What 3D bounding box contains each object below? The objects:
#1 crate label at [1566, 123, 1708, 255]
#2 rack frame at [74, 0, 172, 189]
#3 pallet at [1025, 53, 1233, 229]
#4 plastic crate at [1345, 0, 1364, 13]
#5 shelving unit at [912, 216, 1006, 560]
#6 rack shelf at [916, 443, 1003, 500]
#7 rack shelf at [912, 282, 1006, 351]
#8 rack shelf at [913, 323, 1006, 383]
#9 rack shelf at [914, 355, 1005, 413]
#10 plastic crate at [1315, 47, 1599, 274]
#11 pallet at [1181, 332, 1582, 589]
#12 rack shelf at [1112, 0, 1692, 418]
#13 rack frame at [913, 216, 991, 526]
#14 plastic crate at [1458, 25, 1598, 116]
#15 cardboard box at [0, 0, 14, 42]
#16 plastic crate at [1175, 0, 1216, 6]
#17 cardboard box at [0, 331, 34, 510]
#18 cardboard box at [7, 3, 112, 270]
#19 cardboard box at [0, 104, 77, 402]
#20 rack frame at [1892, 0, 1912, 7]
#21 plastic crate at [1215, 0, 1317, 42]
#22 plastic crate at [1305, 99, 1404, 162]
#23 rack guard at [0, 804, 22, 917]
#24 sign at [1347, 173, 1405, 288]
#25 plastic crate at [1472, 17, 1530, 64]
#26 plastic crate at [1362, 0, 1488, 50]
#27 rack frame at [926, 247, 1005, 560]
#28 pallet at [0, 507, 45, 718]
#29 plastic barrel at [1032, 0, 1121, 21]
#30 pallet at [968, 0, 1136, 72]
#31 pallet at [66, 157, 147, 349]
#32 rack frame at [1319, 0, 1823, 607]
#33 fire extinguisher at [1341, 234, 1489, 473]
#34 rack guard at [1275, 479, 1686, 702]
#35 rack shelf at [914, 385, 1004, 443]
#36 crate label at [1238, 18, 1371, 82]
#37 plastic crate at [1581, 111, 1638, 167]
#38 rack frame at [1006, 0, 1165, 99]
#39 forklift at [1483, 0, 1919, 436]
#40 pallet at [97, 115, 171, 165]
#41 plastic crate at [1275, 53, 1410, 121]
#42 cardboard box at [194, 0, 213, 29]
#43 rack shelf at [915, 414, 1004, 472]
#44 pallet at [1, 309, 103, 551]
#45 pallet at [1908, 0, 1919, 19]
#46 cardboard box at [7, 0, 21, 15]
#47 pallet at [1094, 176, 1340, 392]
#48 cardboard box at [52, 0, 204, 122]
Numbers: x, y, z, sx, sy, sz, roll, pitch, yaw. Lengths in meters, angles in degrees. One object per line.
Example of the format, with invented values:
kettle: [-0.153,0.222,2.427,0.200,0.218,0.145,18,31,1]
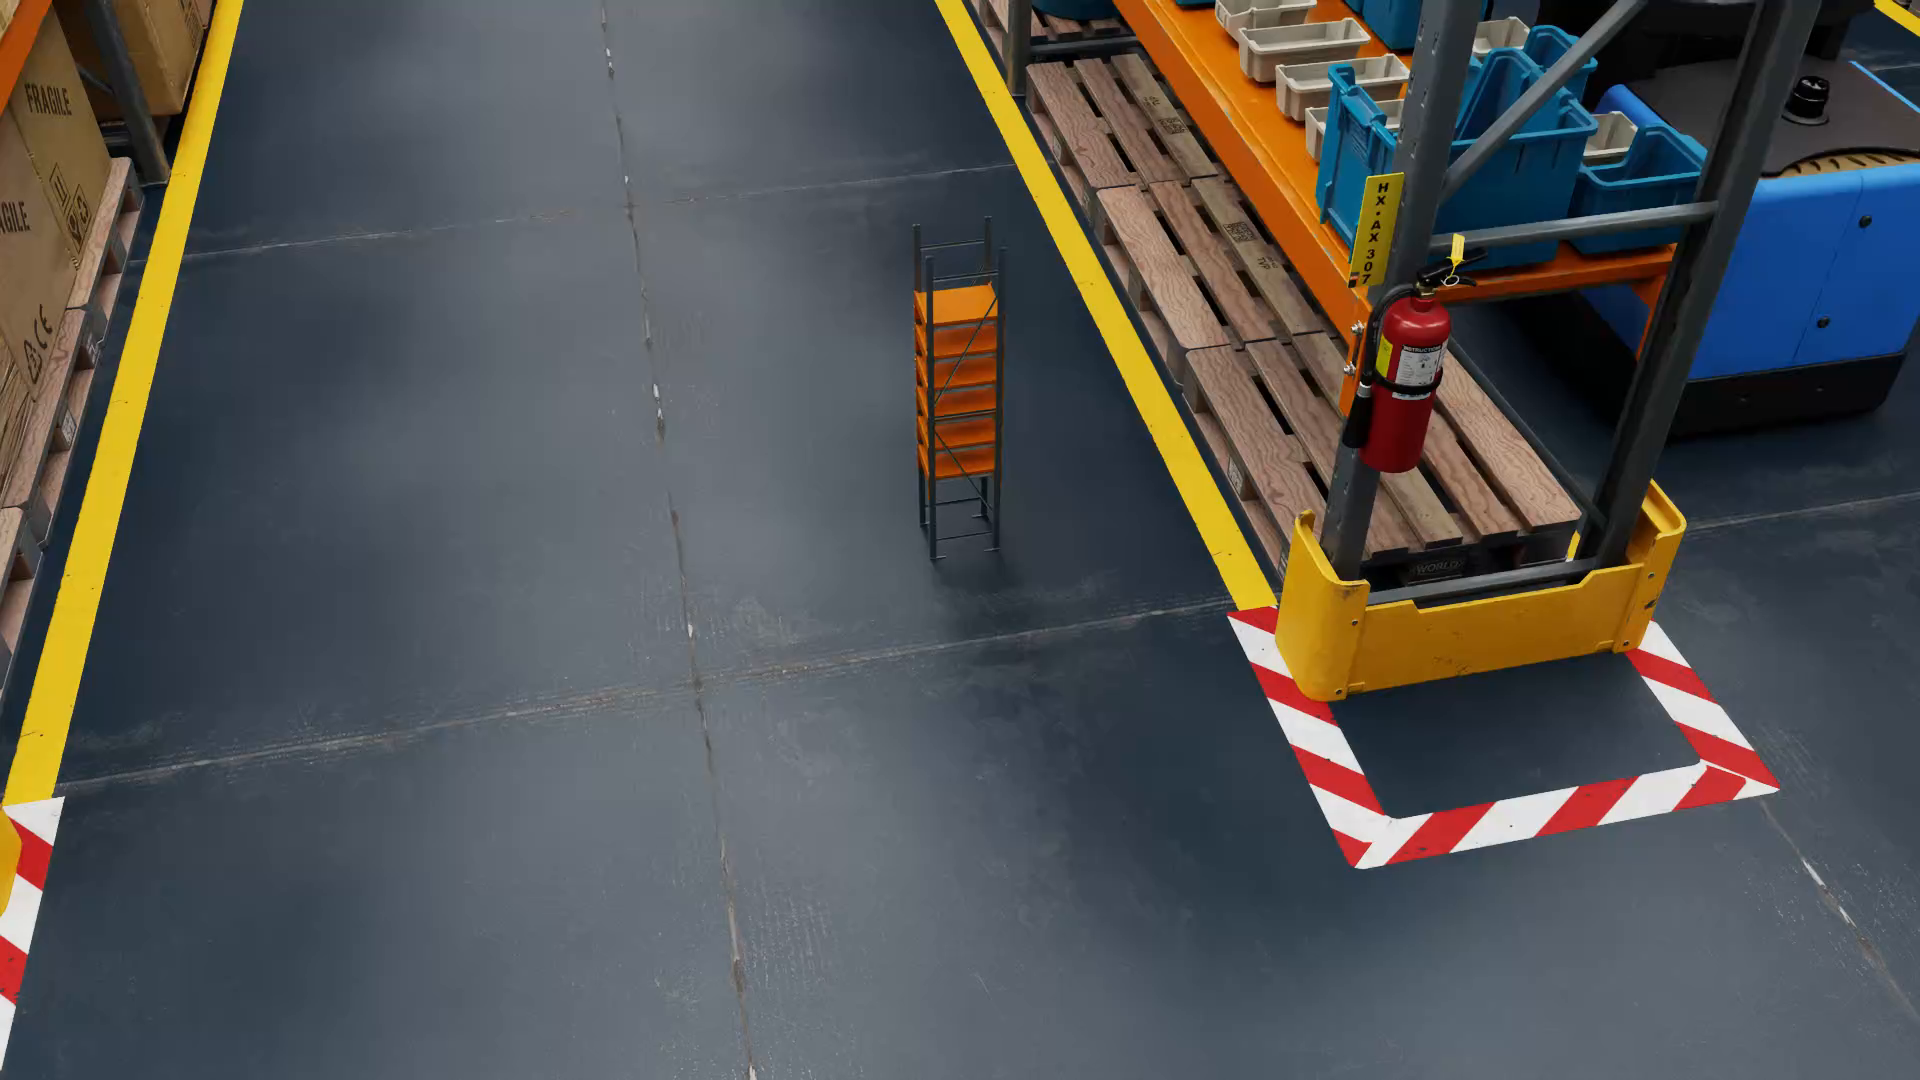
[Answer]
crate label: [1.865,-0.984,4.680,0.416,0.233,0.303,-8,42,-9]
rack frame: [-4.103,-2.700,6.532,1.000,3.000,0.127,-8,42,-9]
pallet: [0.930,-1.896,7.727,1.003,0.211,1.213,-8,42,-9]
plastic crate: [1.516,-2.032,5.861,0.416,0.233,0.300,-8,42,-9]
shelving unit: [-0.003,-0.458,5.362,0.258,1.200,0.189,-8,42,-9]
rack shelf: [-0.003,-0.245,5.551,0.258,0.103,0.180,-8,42,-9]
rack shelf: [-0.003,-0.694,5.153,0.258,0.103,0.180,-8,42,-9]
rack shelf: [-0.003,-0.604,5.232,0.258,0.103,0.180,-8,42,-9]
rack shelf: [-0.003,-0.515,5.312,0.258,0.103,0.180,-8,42,-9]
plastic crate: [1.342,-1.043,4.594,0.616,0.435,0.499,-8,42,-9]
pallet: [1.456,-0.314,5.945,1.003,0.211,1.213,-8,42,-9]
rack shelf: [1.165,-1.844,6.110,1.077,0.370,4.000,-8,42,-9]
rack frame: [-0.023,-0.517,5.429,0.240,1.200,0.006,-8,42,-9]
plastic crate: [1.723,-1.411,5.161,0.416,0.233,0.300,-8,42,-9]
cardboard box: [-3.495,-1.788,5.694,0.380,0.149,0.250,-8,42,-8]
plastic crate: [0.903,-2.071,5.905,0.416,0.233,0.300,-8,42,-9]
cardboard box: [-3.652,-0.463,5.296,0.875,0.875,0.875,-8,42,-9]
cardboard box: [-4.039,-1.623,6.603,0.875,0.875,0.875,-8,42,-9]
cardboard box: [-3.844,-1.040,5.946,0.875,0.875,0.875,-8,42,-9]
rack frame: [5.571,-4.117,8.129,1.000,3.000,0.127,-8,42,-9]
plastic crate: [1.029,-1.800,5.671,0.298,0.136,0.250,-8,42,-9]
plastic crate: [1.244,-1.243,5.045,0.396,0.136,0.243,-8,42,-9]
rack guard: [-3.235,0.843,4.424,1.175,0.500,0.348,-8,42,-9]
sign: [1.063,-0.789,4.256,0.100,0.325,0.005,-8,42,-9]
plastic crate: [1.730,-1.607,5.455,0.250,0.136,0.298,-8,42,-9]
plastic crate: [1.580,-1.837,5.641,0.416,0.233,0.300,-8,42,-9]
rack frame: [0.017,-0.399,5.295,0.240,1.200,0.006,-8,42,-9]
pallet: [-3.489,0.429,5.108,1.003,0.211,1.213,-8,42,-9]
plastic barrel: [0.632,-3.137,8.289,0.600,0.901,0.708,-8,42,-9]
pallet: [0.607,-2.873,8.828,1.003,0.211,1.213,-8,42,-9]
pallet: [-4.015,-1.153,6.890,1.003,0.211,1.213,-8,42,-9]
rack frame: [1.597,-0.817,4.411,1.000,3.000,0.127,-8,42,-9]
fire extinguisher: [1.185,-0.486,4.377,0.296,0.674,0.183,-8,42,-9]
rack guard: [1.614,0.132,5.225,1.175,0.500,0.348,-8,42,-9]
rack shelf: [-0.003,-0.425,5.392,0.258,0.103,0.180,-8,42,-9]
crate label: [1.111,-1.610,5.458,0.396,0.136,0.243,-8,42,-9]
plastic crate: [1.876,-1.168,4.959,0.250,0.136,0.298,-8,42,-9]
rack frame: [0.733,-3.410,7.332,1.000,3.000,0.127,-8,42,-9]
forklift: [2.683,-2.462,6.316,1.130,2.935,3.031,-8,42,-9]
pallet: [-4.343,-2.147,8.009,1.003,0.211,1.213,-8,42,-9]
plastic crate: [1.195,-1.433,5.259,0.396,0.136,0.243,-8,42,-9]
cardboard box: [-4.454,-3.054,8.215,1.225,0.875,0.875,-10,43,-11]
rack shelf: [-0.003,-0.335,5.471,0.258,0.103,0.180,-8,42,-9]
pallet: [-3.749,-0.361,5.997,1.003,0.211,1.213,-8,42,-9]
pallet: [5.718,-2.629,8.553,1.003,0.211,1.213,-8,42,-9]
cardboard box: [-3.551,-1.955,5.883,0.380,0.149,0.250,-8,42,-8]
pallet: [1.197,-1.103,6.834,1.003,0.211,1.213,-8,42,-9]
cardboard box: [-4.261,-2.475,7.562,1.225,0.875,0.875,-8,42,-9]
